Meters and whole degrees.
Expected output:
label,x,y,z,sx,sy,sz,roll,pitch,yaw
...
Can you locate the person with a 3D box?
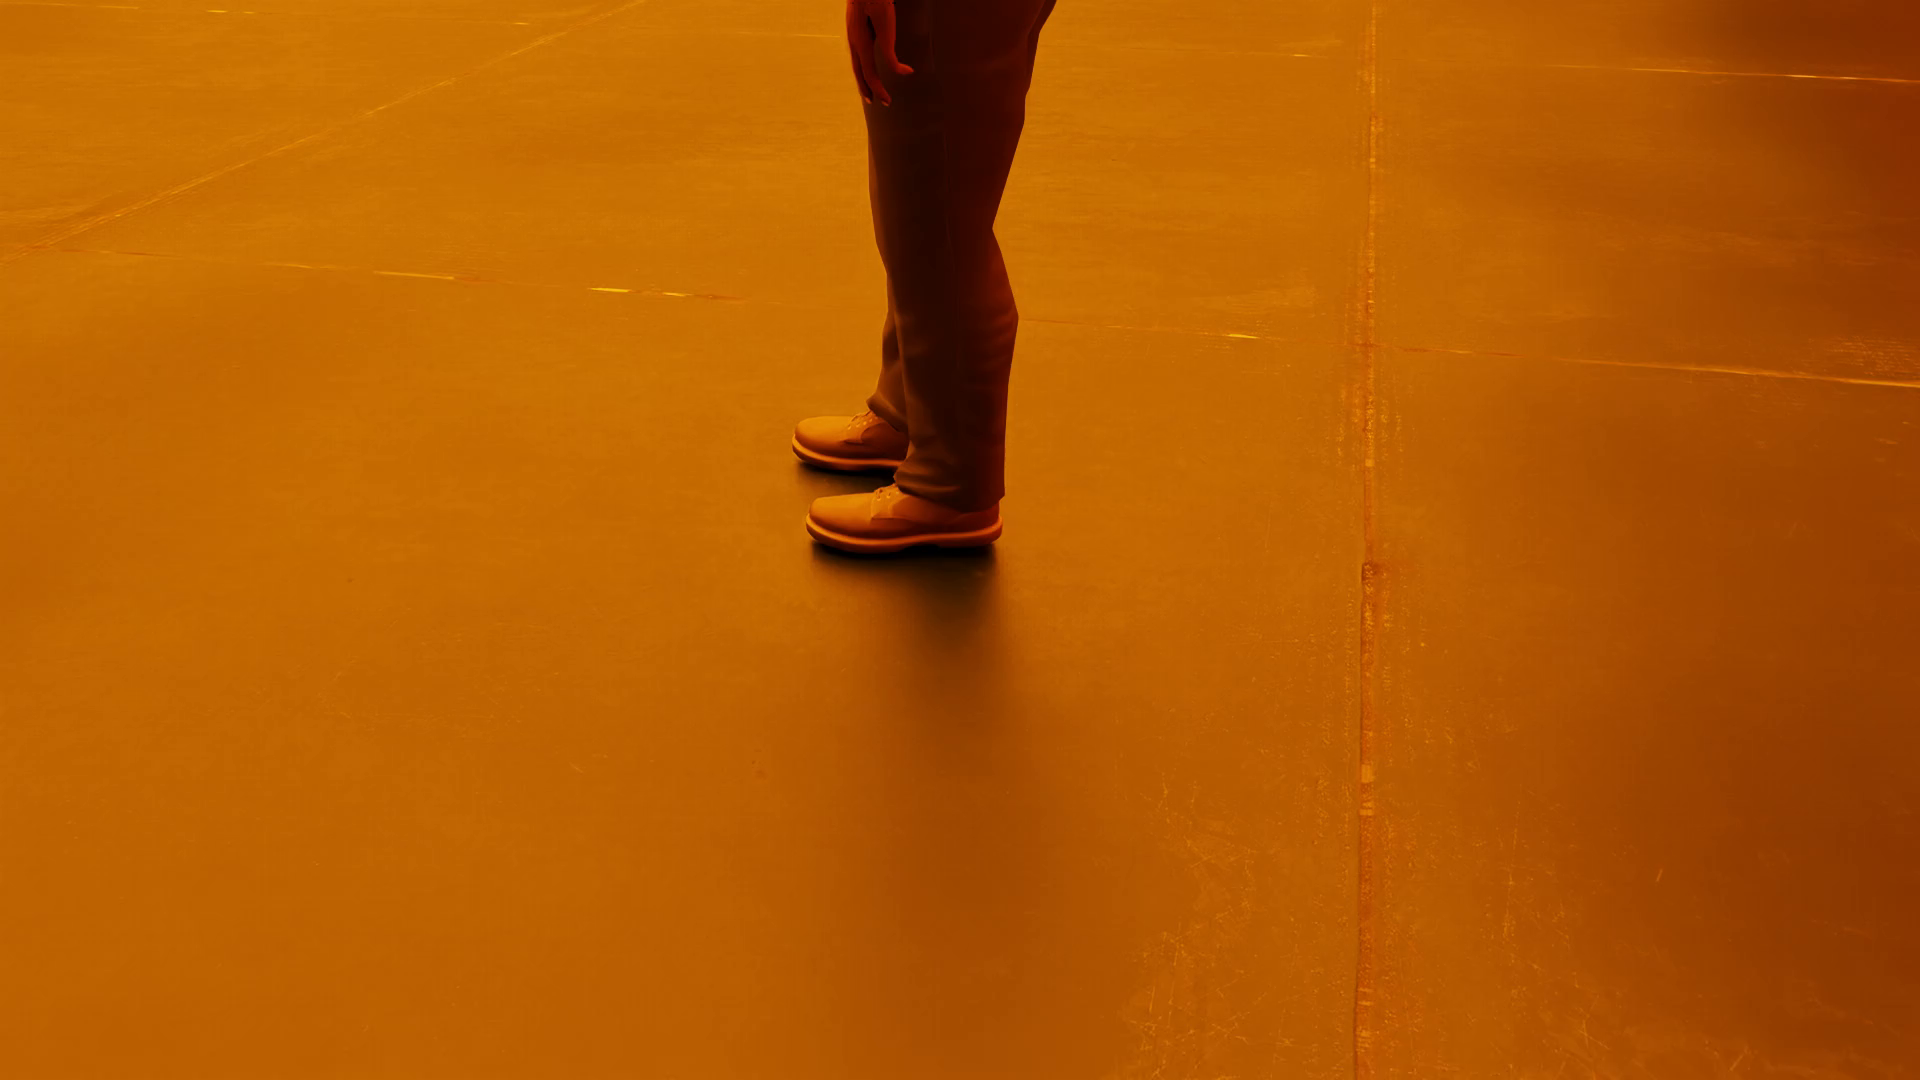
label,x,y,z,sx,sy,sz,roll,pitch,yaw
person,-0.082,-0.762,2.158,0.503,1.656,0.570,6,27,11
